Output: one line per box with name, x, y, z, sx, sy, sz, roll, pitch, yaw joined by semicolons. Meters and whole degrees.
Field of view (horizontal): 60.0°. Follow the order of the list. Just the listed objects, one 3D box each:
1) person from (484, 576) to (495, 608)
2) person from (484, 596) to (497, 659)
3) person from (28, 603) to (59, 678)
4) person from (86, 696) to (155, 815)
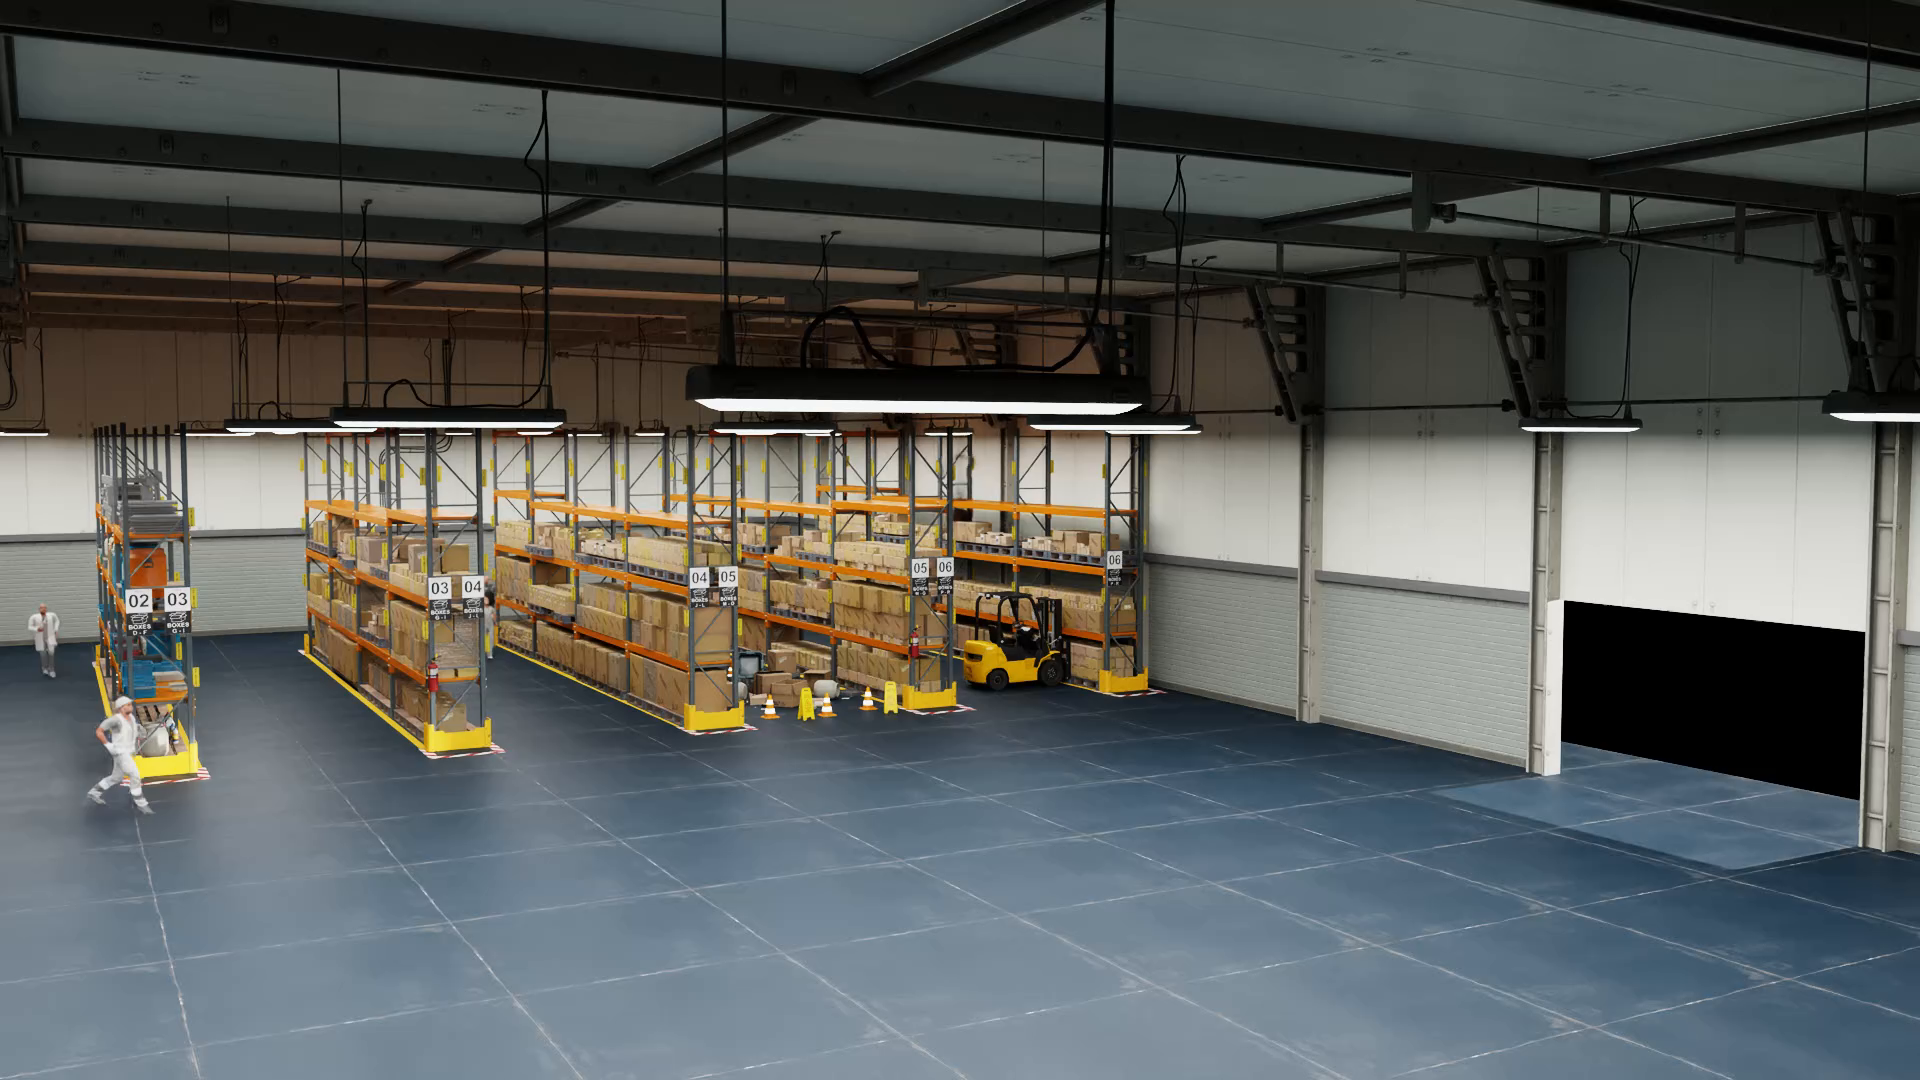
person;-13.734;1.912;48.291;0.644;1.732;0.947;1;3;9
person;-12.350;2.263;43.402;0.573;1.596;0.752;-2;4;-32
person;-22.058;2.428;40.061;0.664;1.828;0.821;-2;4;-31
person;-12.849;3.304;25.452;1.057;1.838;0.624;0;3;-4
